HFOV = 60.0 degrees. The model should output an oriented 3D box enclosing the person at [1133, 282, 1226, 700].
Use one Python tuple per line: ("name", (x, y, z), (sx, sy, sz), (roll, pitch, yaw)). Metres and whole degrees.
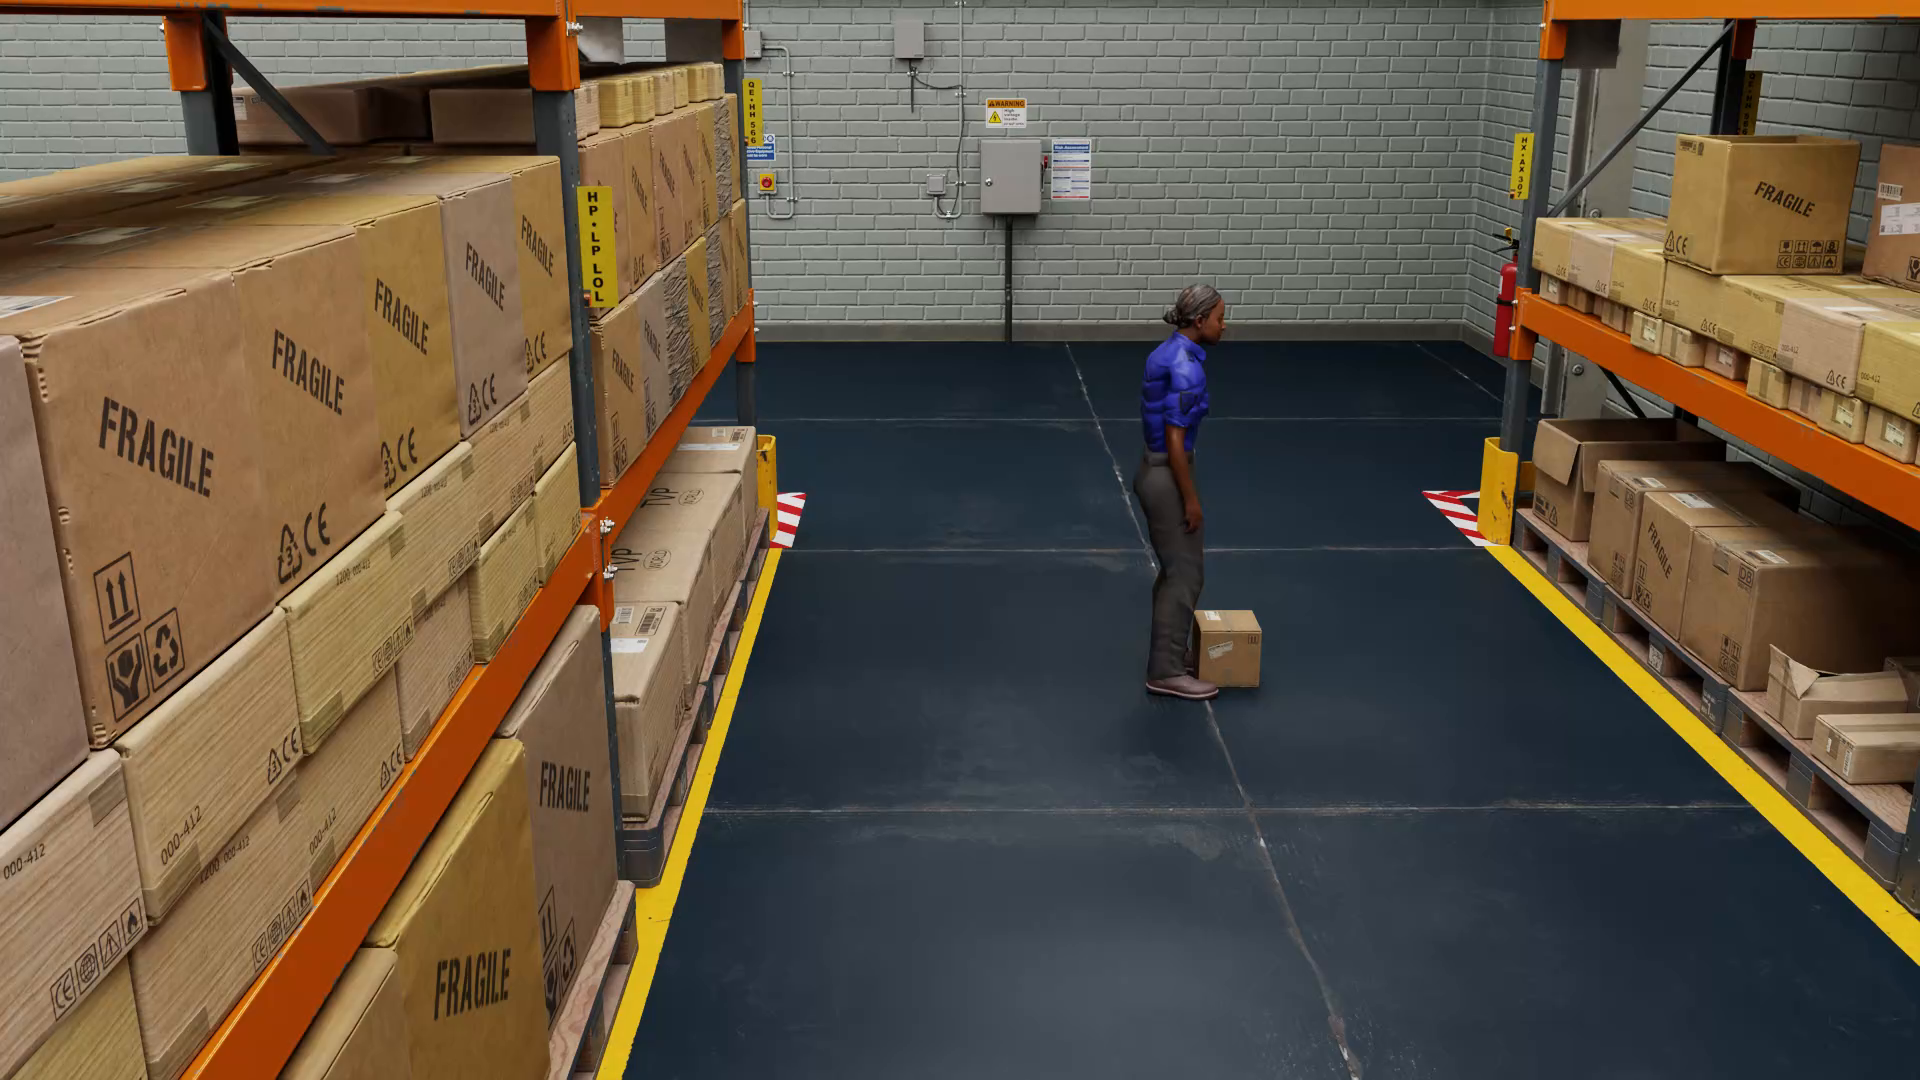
("person", (0.902, -0.211, 6.735), (0.391, 1.655, 0.505), (0, 17, 0))
